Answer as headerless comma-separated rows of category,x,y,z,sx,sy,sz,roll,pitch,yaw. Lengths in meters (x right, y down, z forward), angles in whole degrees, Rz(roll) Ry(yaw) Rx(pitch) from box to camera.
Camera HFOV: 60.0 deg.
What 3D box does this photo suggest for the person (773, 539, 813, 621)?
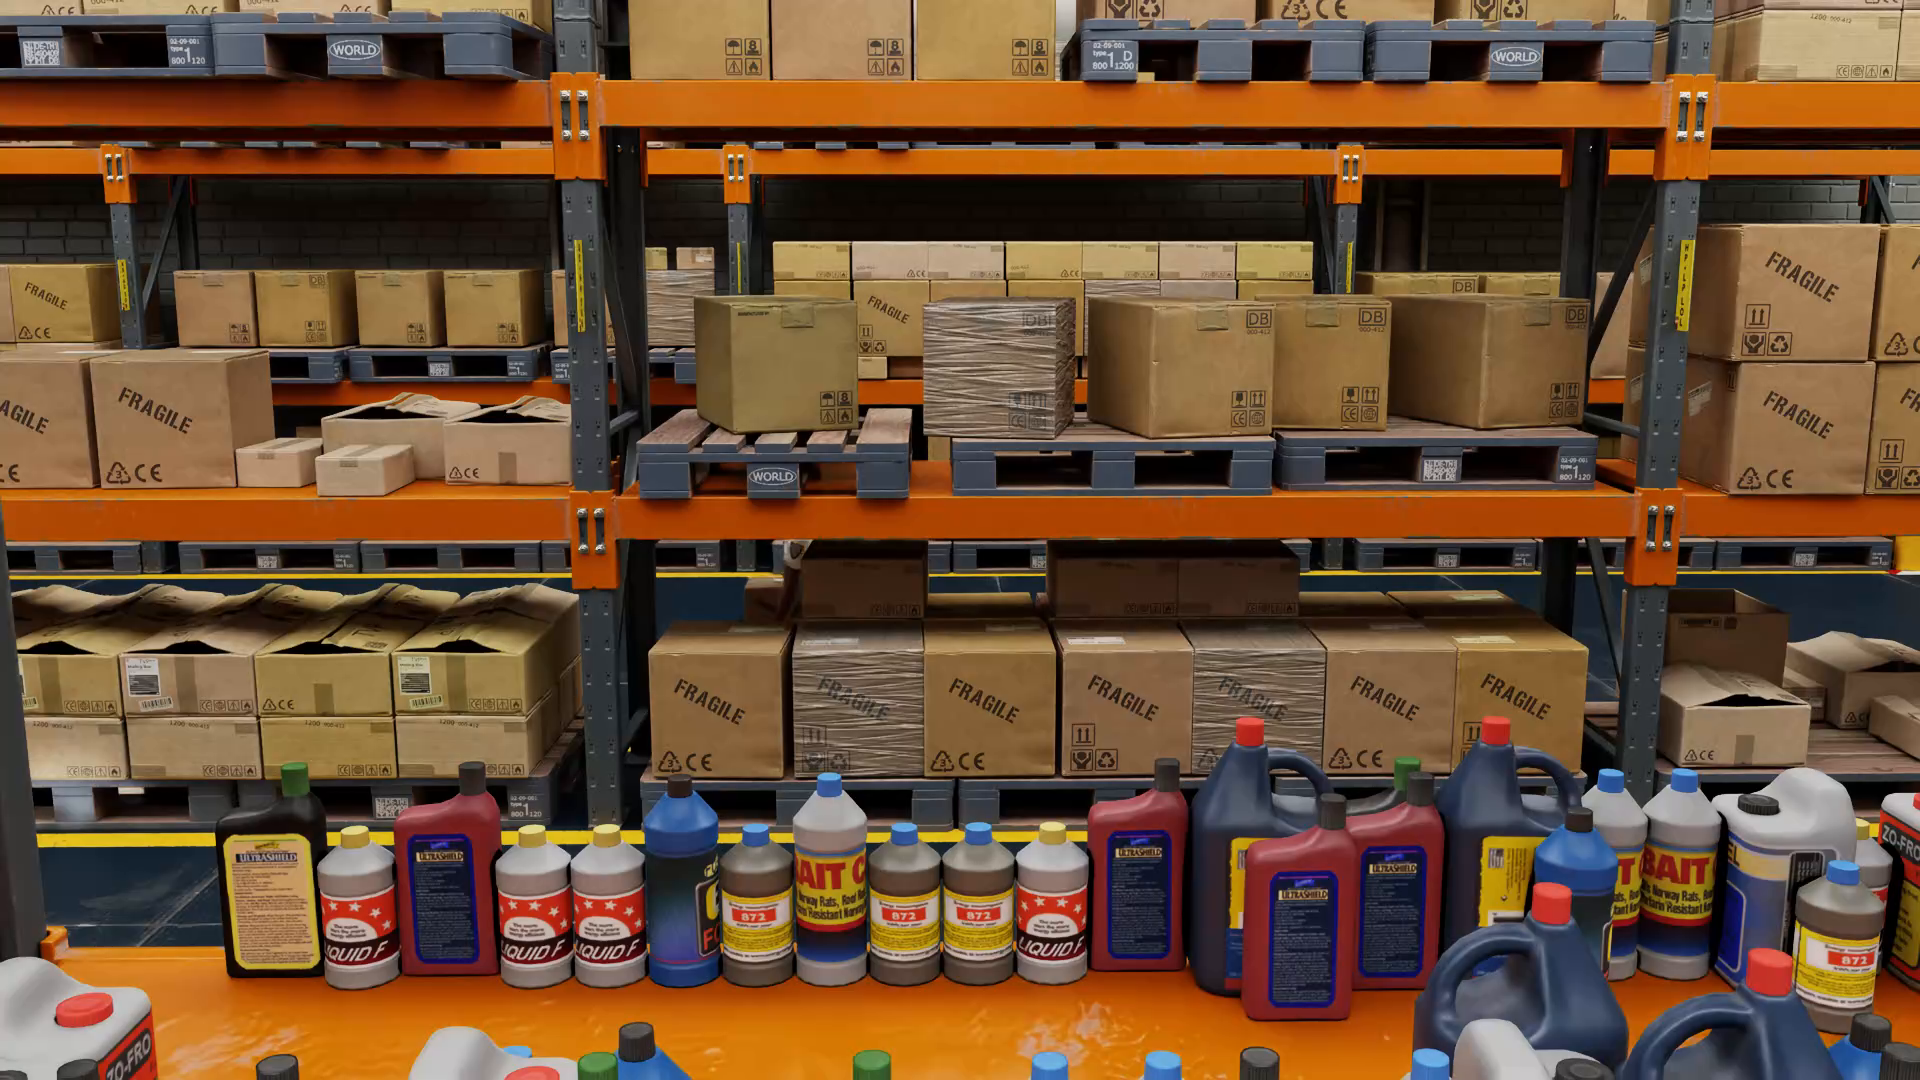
person,-0.661,0.220,8.282,0.930,1.102,0.443,-1,11,-5
